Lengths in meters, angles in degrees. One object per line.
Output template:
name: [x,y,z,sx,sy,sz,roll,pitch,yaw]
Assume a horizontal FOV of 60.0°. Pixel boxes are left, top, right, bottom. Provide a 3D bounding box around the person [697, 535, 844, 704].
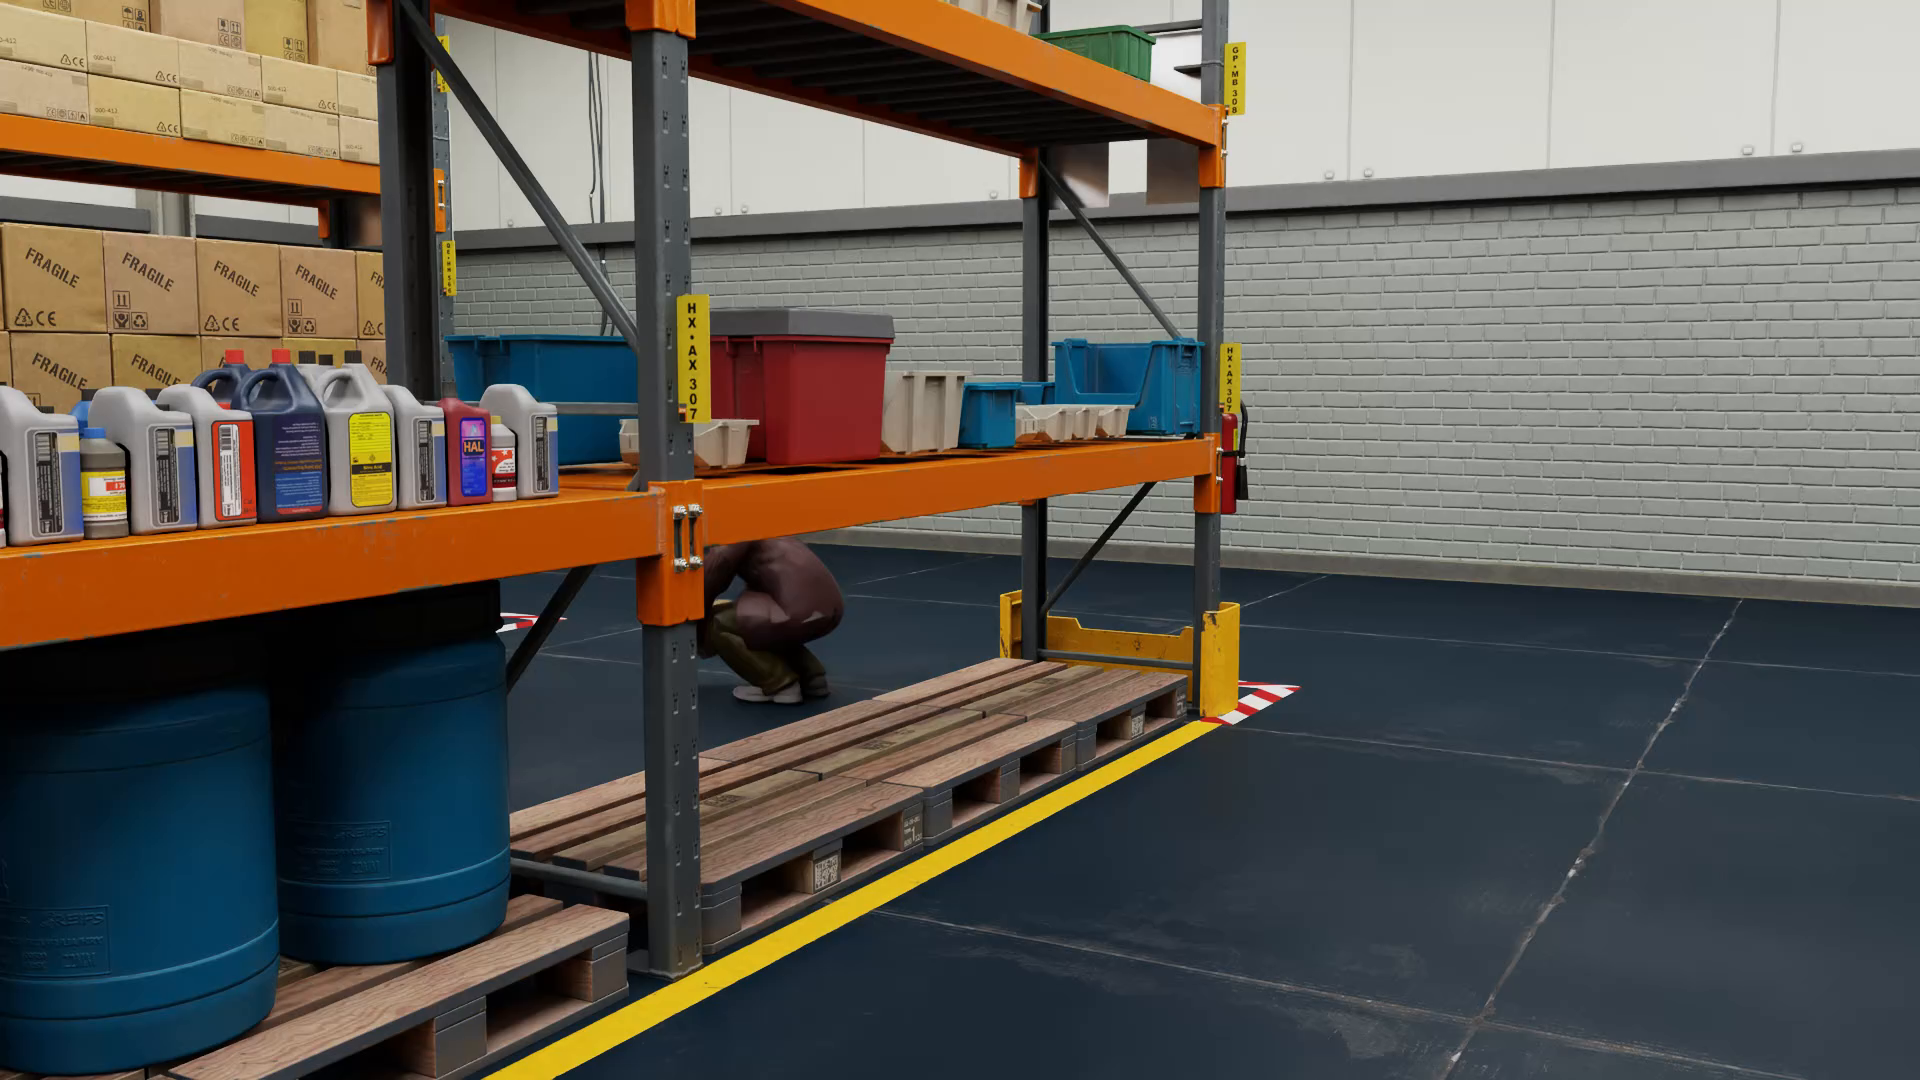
person: [-1.006,0.286,8.273,0.901,0.997,0.612,3,6,29]
